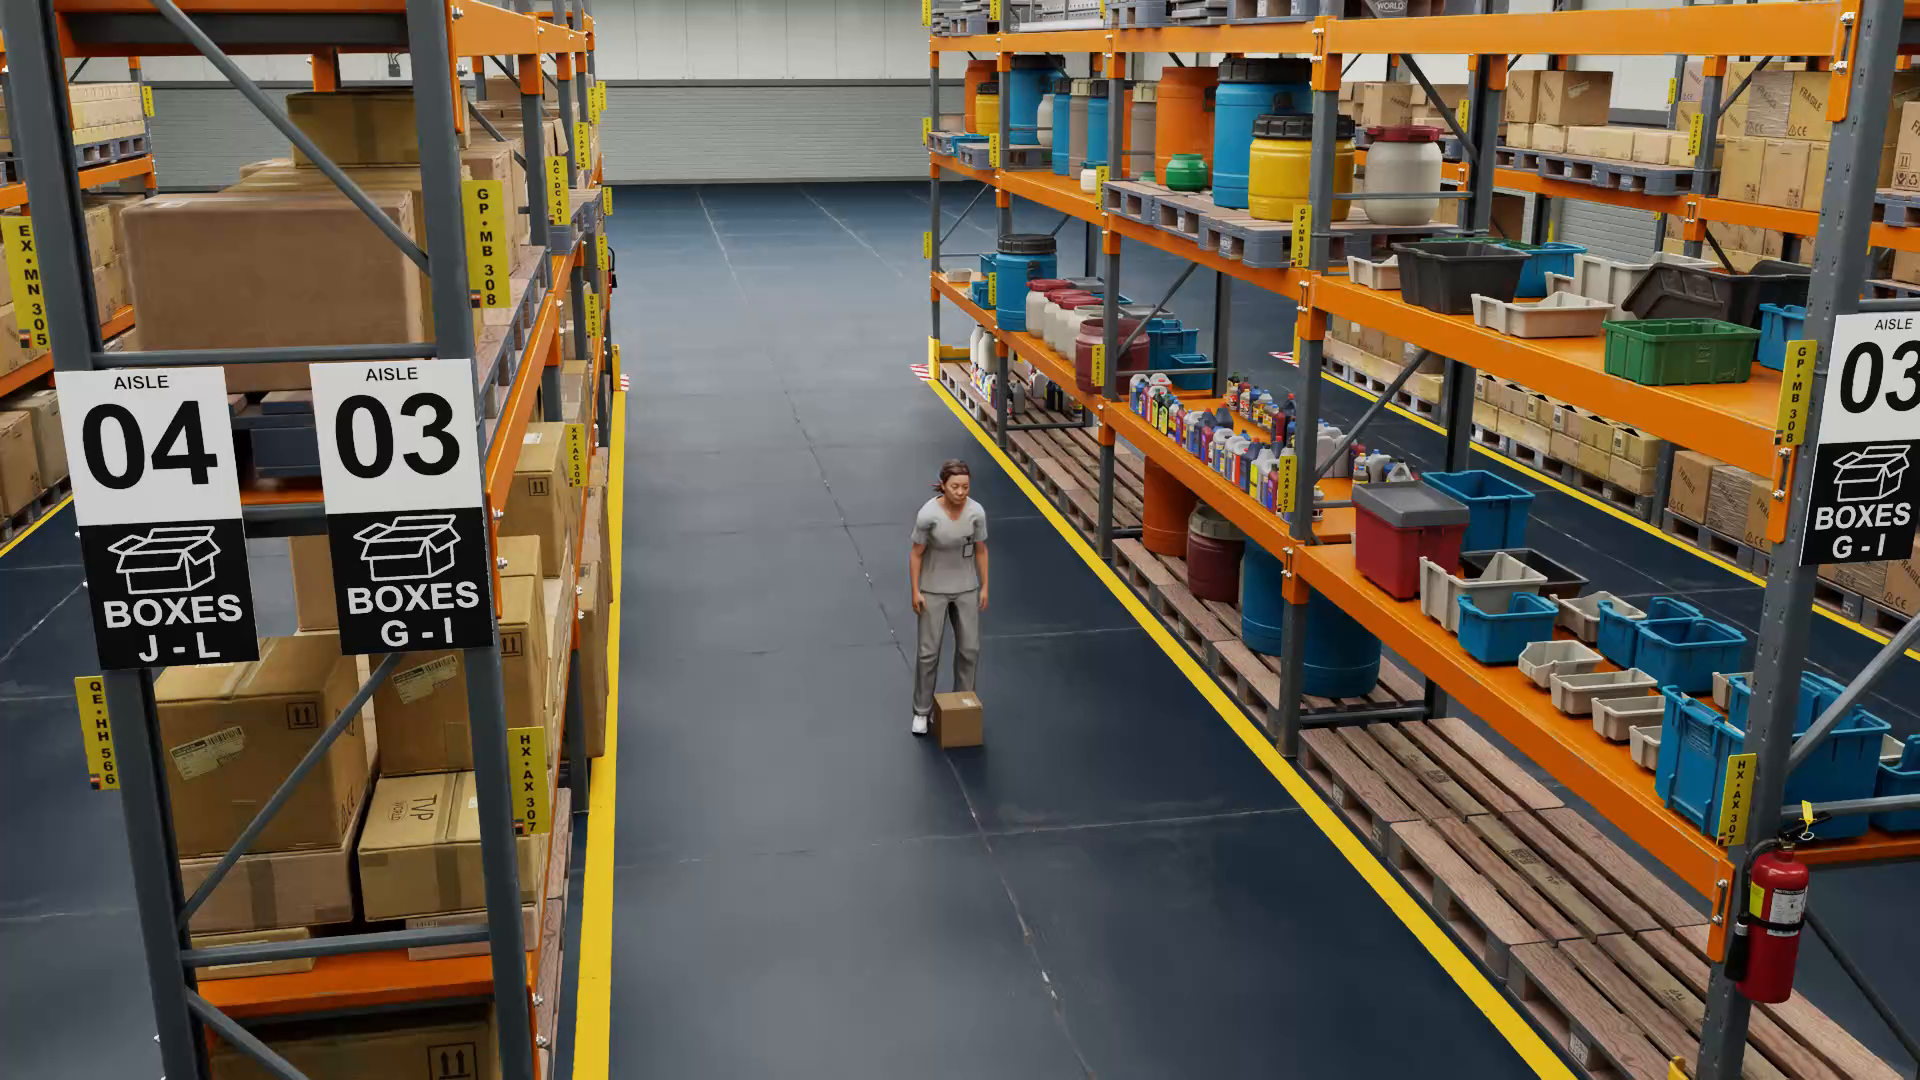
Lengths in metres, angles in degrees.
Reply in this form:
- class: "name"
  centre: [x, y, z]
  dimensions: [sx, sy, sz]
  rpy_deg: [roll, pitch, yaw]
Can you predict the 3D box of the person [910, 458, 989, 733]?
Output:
- class: "person"
  centre: [-0.067, 0.320, 9.956]
  dimensions: [0.510, 1.671, 0.362]
  rpy_deg: [-4, 17, -14]
